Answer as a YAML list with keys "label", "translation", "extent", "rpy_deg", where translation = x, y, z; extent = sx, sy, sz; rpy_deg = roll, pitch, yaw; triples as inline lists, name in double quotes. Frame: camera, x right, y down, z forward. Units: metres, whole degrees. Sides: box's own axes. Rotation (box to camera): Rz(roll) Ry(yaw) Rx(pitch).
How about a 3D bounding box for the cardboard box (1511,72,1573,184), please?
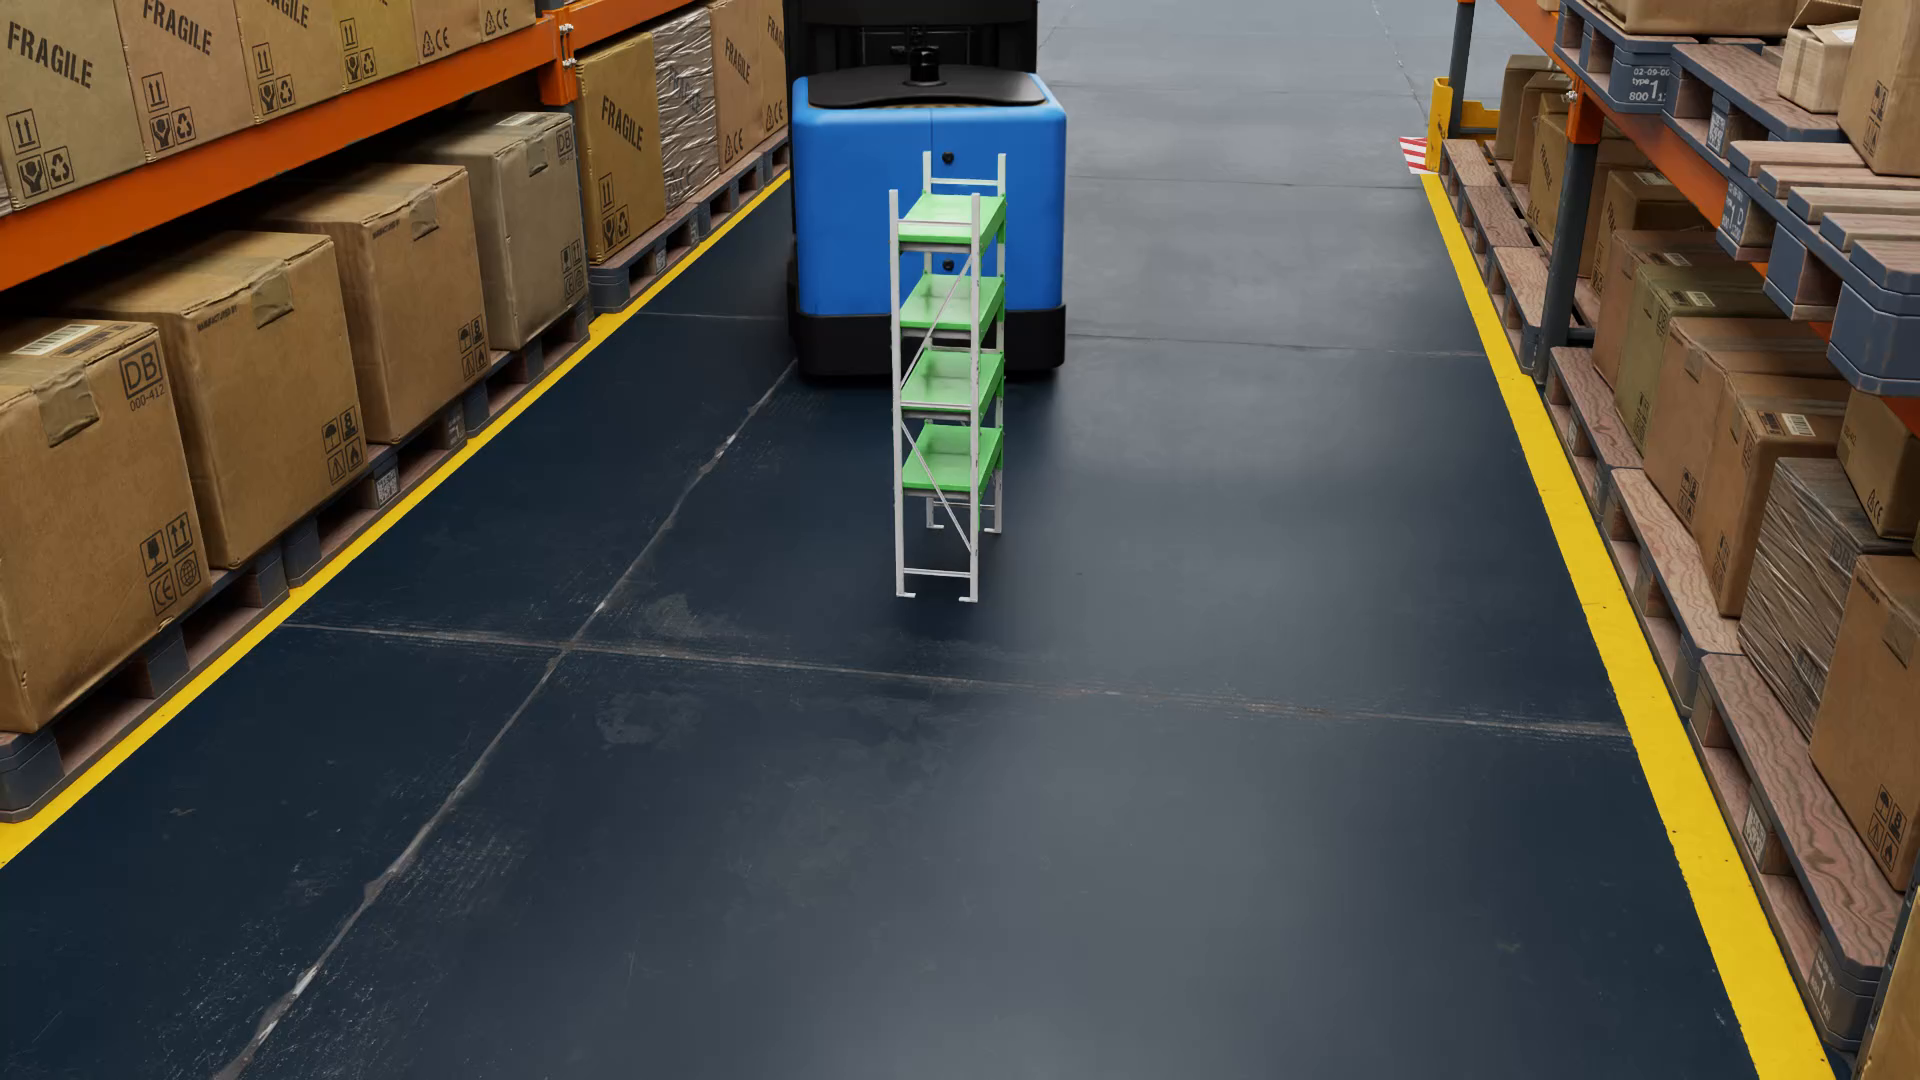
- label: "cardboard box"
  translation: [3.239, -2.167, 8.795]
  extent: [0.500, 0.500, 0.500]
  rpy_deg: [11, 27, 22]

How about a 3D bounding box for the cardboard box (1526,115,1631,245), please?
- label: "cardboard box"
  translation: [2.983, -1.677, 7.747]
  extent: [0.500, 0.500, 0.500]
  rpy_deg: [2, 25, 4]

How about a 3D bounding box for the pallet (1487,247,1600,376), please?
- label: "pallet"
  translation: [2.843, -0.969, 7.071]
  extent: [1.003, 0.211, 1.213]
  rpy_deg: [4, 25, 9]

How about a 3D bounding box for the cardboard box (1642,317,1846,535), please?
- label: "cardboard box"
  translation: [2.459, -0.328, 4.843]
  extent: [0.700, 0.500, 0.500]
  rpy_deg: [2, 25, 4]

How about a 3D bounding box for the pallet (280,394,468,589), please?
- label: "pallet"
  translation: [-2.357, -0.232, 5.497]
  extent: [1.003, 0.211, 1.213]
  rpy_deg: [4, 25, 9]

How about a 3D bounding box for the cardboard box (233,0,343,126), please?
- label: "cardboard box"
  translation: [-2.176, -1.508, 4.815]
  extent: [0.500, 0.500, 0.500]
  rpy_deg: [4, 25, 8]

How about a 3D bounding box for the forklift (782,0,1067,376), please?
- label: "forklift"
  translation: [-0.234, -2.552, 7.244]
  extent: [1.130, 2.935, 3.031]
  rpy_deg: [-2, 25, -5]

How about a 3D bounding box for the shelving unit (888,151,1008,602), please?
- label: "shelving unit"
  translation: [-0.027, -0.474, 4.848]
  extent: [0.258, 1.200, 0.503]
  rpy_deg: [4, 25, 9]

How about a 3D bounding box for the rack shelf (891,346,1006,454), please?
- label: "rack shelf"
  translation: [-0.027, -0.416, 4.875]
  extent: [0.258, 0.148, 0.480]
  rpy_deg: [4, 25, 9]

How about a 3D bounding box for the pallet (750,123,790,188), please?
- label: "pallet"
  translation: [-1.508, -2.405, 10.139]
  extent: [1.003, 0.211, 1.213]
  rpy_deg: [4, 25, 9]

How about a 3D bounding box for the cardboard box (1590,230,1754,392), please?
- label: "cardboard box"
  translation: [2.647, -0.761, 5.766]
  extent: [0.700, 0.500, 0.500]
  rpy_deg: [2, 25, 4]

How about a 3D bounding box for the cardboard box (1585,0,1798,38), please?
- label: "cardboard box"
  translation: [2.500, -2.088, 4.970]
  extent: [1.000, 1.000, 1.000]
  rpy_deg: [4, 25, 9]

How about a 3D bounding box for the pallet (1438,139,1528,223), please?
- label: "pallet"
  translation: [3.242, -1.990, 9.252]
  extent: [1.003, 0.211, 1.213]
  rpy_deg: [4, 25, 9]

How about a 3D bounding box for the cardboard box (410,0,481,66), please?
- label: "cardboard box"
  translation: [-2.013, -1.932, 5.721]
  extent: [0.500, 0.500, 0.500]
  rpy_deg: [4, 25, 8]

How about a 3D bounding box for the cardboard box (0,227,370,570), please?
- label: "cardboard box"
  translation: [-2.434, -0.447, 4.826]
  extent: [1.050, 0.750, 0.750]
  rpy_deg: [4, 25, 9]

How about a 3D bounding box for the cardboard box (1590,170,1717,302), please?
- label: "cardboard box"
  translation: [2.873, -1.171, 6.667]
  extent: [0.500, 0.500, 0.500]
  rpy_deg: [3, 25, 7]

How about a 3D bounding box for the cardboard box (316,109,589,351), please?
- label: "cardboard box"
  translation: [-2.121, -1.240, 6.519]
  extent: [1.050, 0.750, 0.750]
  rpy_deg: [4, 25, 8]

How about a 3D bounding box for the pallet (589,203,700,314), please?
- label: "pallet"
  translation: [-1.907, -1.384, 7.958]
  extent: [1.003, 0.211, 1.213]
  rpy_deg: [4, 25, 9]

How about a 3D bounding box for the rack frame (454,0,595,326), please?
- label: "rack frame"
  translation: [-2.109, -2.335, 6.699]
  extent: [1.000, 3.000, 0.127]
  rpy_deg: [4, 25, 9]

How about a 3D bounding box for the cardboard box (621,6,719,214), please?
- label: "cardboard box"
  translation: [-1.793, -2.198, 8.418]
  extent: [0.875, 0.875, 0.875]
  rpy_deg: [4, 25, 9]

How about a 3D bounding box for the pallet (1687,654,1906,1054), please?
- label: "pallet"
  translation: [2.244, 0.660, 3.590]
  extent: [1.003, 0.211, 1.213]
  rpy_deg: [4, 25, 9]

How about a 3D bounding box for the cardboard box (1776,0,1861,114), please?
- label: "cardboard box"
  translation: [2.121, -1.121, 3.770]
  extent: [0.396, 0.266, 0.258]
  rpy_deg: [3, 25, 7]

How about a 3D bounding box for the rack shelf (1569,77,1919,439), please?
- label: "rack shelf"
  translation: [2.441, -0.786, 4.240]
  extent: [1.077, 0.370, 4.000]
  rpy_deg: [4, 25, 9]

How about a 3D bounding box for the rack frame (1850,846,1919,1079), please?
- label: "rack frame"
  translation: [2.111, -0.276, 2.301]
  extent: [0.949, 2.616, 0.053]
  rpy_deg: [4, 25, 9]

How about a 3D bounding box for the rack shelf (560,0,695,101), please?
- label: "rack shelf"
  translation: [-1.782, -2.845, 8.639]
  extent: [1.077, 0.370, 4.000]
  rpy_deg: [4, 25, 9]

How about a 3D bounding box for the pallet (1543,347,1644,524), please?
- label: "pallet"
  translation: [2.642, -0.360, 5.770]
  extent: [1.003, 0.211, 1.213]
  rpy_deg: [4, 25, 9]

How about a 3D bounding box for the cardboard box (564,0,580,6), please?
- label: "cardboard box"
  translation: [-2.060, -2.558, 6.999]
  extent: [0.875, 0.550, 0.550]
  rpy_deg: [4, 25, 9]

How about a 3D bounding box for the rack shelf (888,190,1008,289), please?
- label: "rack shelf"
  translation: [-0.027, -0.851, 4.671]
  extent: [0.258, 0.148, 0.480]
  rpy_deg: [4, 25, 9]

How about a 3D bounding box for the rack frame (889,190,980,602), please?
- label: "rack frame"
  translation: [-0.067, -0.372, 4.630]
  extent: [0.240, 1.200, 0.015]
  rpy_deg: [4, 25, 9]

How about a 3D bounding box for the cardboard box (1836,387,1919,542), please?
- label: "cardboard box"
  translation: [2.271, -0.187, 3.657]
  extent: [0.500, 0.250, 0.500]
  rpy_deg: [7, 26, 14]

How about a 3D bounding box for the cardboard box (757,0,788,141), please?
- label: "cardboard box"
  translation: [-1.501, -2.947, 10.019]
  extent: [0.875, 0.875, 0.875]
  rpy_deg: [4, 25, 9]

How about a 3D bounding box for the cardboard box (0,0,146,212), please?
- label: "cardboard box"
  translation: [-2.342, -1.089, 3.920]
  extent: [0.500, 0.500, 0.500]
  rpy_deg: [4, 25, 8]

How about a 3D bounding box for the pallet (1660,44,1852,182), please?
- label: "pallet"
  translation: [2.398, -1.020, 4.116]
  extent: [1.003, 0.211, 1.213]
  rpy_deg: [4, 25, 9]

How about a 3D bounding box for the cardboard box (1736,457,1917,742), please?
- label: "cardboard box"
  translation: [2.282, 0.143, 3.837]
  extent: [0.700, 0.500, 0.500]
  rpy_deg: [2, 25, 4]
